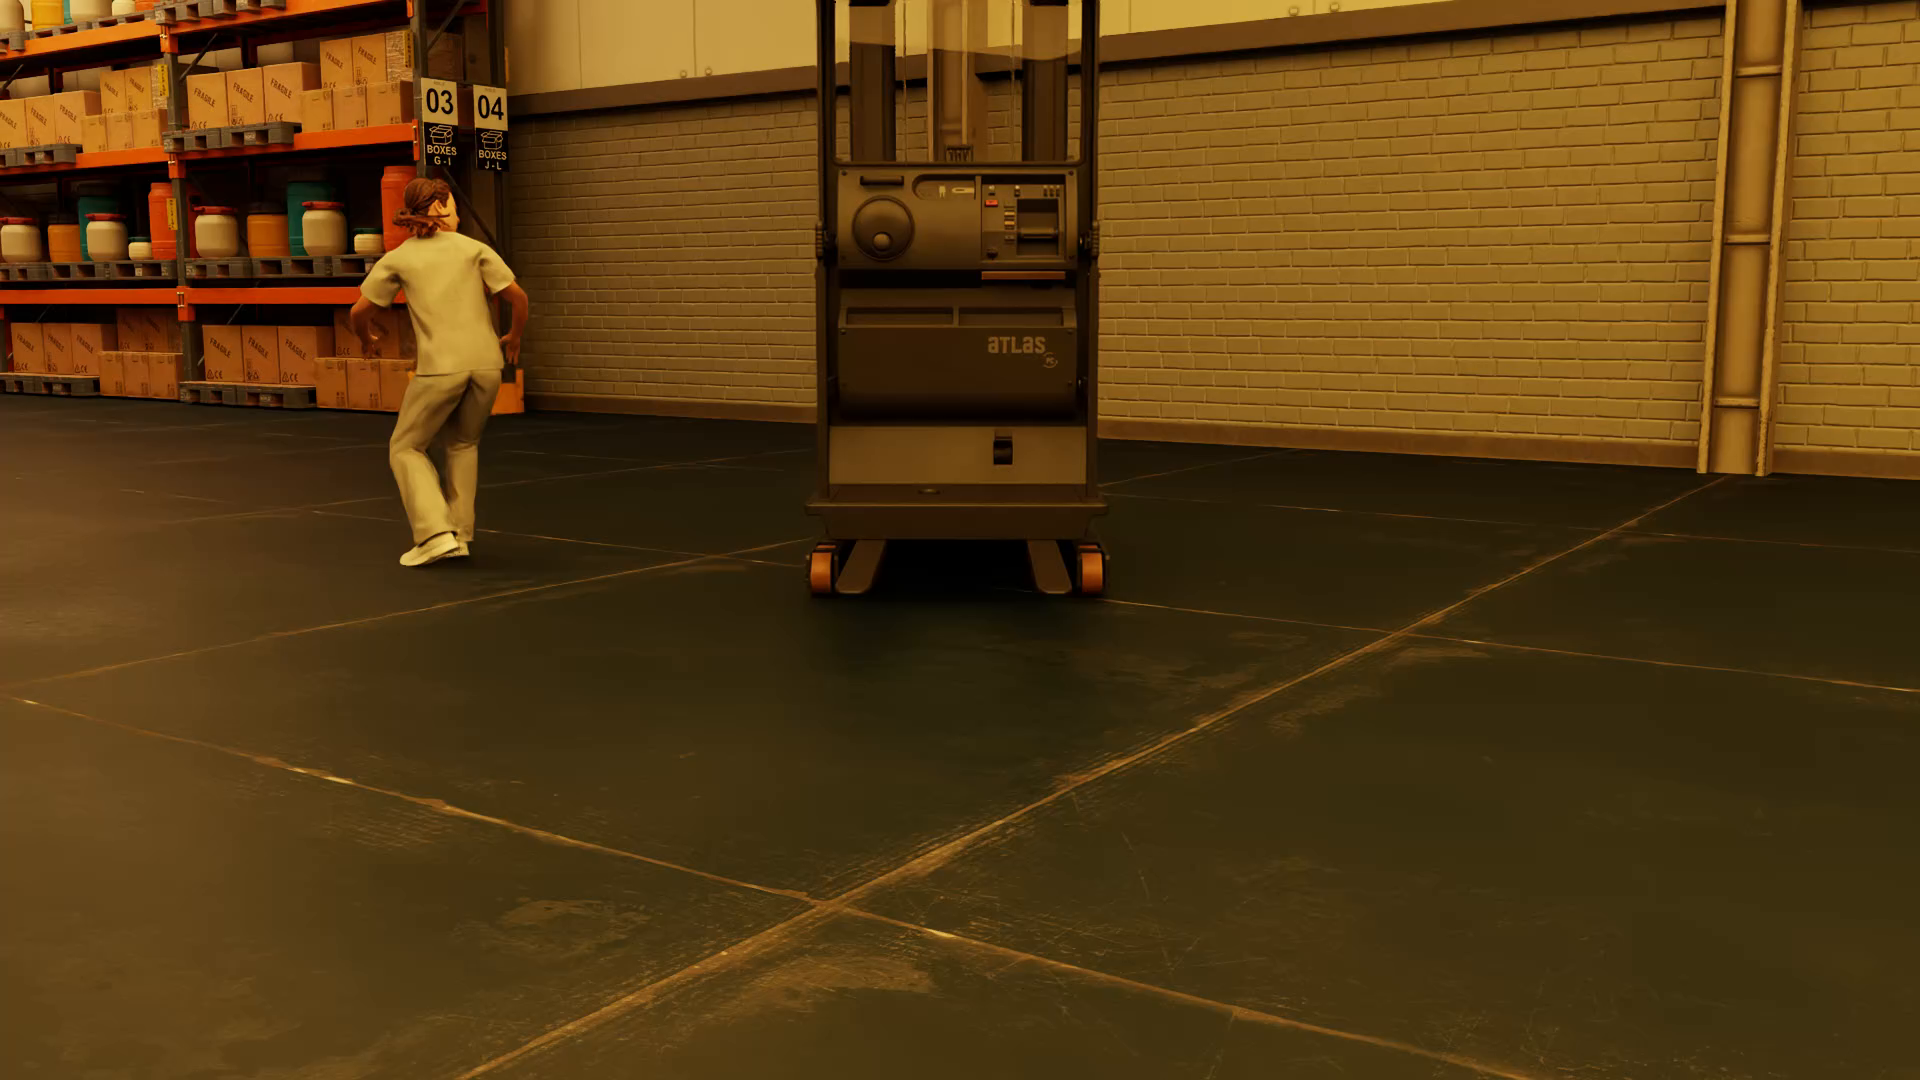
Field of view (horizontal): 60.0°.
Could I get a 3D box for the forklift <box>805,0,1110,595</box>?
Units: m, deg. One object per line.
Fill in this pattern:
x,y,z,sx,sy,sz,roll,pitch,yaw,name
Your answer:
-0.009,-1.287,6.247,1.130,2.935,3.031,0,8,0,forklift

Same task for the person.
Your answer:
-2.163,-0.700,6.932,0.699,1.580,0.659,-5,10,-32,person
